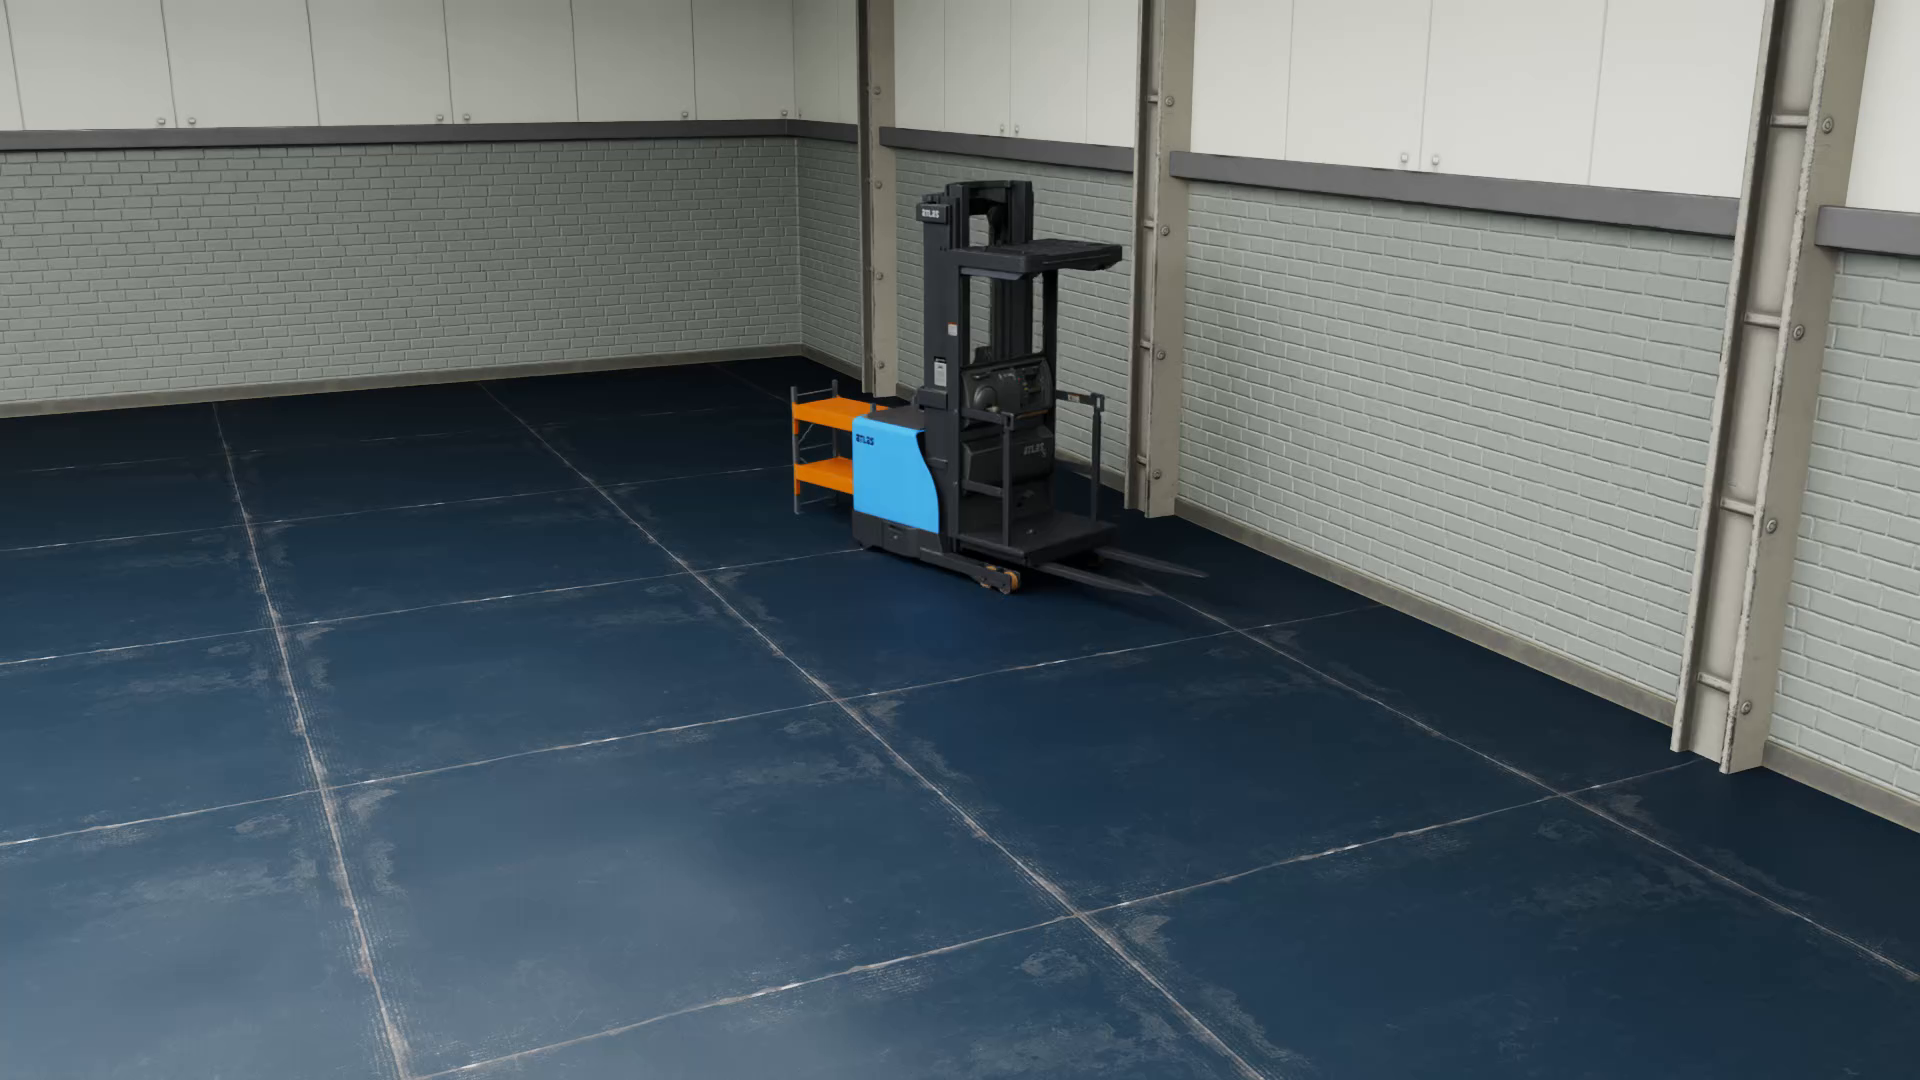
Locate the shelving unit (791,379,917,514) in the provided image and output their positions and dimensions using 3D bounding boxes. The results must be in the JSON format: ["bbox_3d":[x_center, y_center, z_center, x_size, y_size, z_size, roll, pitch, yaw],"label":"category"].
[{"bbox_3d":[-0.903,-0.717,14.211,0.538,1.125,1.048,-15,22,-43],"label":"shelving unit"}]

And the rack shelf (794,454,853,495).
[{"bbox_3d":[-0.903,-0.482,14.278,0.538,0.278,1.000,-15,22,-43],"label":"rack shelf"}]

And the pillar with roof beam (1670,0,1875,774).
[{"bbox_3d":[0.436,-2.574,6.405,9.100,9.000,0.400,-8,18,-25],"label":"pillar with roof beam"}]

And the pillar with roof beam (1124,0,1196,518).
[{"bbox_3d":[-2.193,-4.061,11.589,9.100,9.000,0.400,-8,18,-25],"label":"pillar with roof beam"}]

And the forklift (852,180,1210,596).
[{"bbox_3d":[0.512,-1.170,12.514,1.130,2.935,3.031,-15,22,-43],"label":"forklift"}]

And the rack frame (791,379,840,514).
[{"bbox_3d":[-1.260,-0.817,14.558,0.500,1.125,0.032,-15,22,-43],"label":"rack frame"}]

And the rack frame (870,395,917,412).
[{"bbox_3d":[-0.545,-0.618,13.863,0.500,1.125,0.032,-15,22,-43],"label":"rack frame"}]

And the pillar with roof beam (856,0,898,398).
[{"bbox_3d":[-4.821,-5.549,16.774,9.100,9.000,0.400,-8,18,-25],"label":"pillar with roof beam"}]

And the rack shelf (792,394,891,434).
[{"bbox_3d":[-0.903,-0.999,14.130,0.538,0.278,1.000,-15,22,-43],"label":"rack shelf"}]
